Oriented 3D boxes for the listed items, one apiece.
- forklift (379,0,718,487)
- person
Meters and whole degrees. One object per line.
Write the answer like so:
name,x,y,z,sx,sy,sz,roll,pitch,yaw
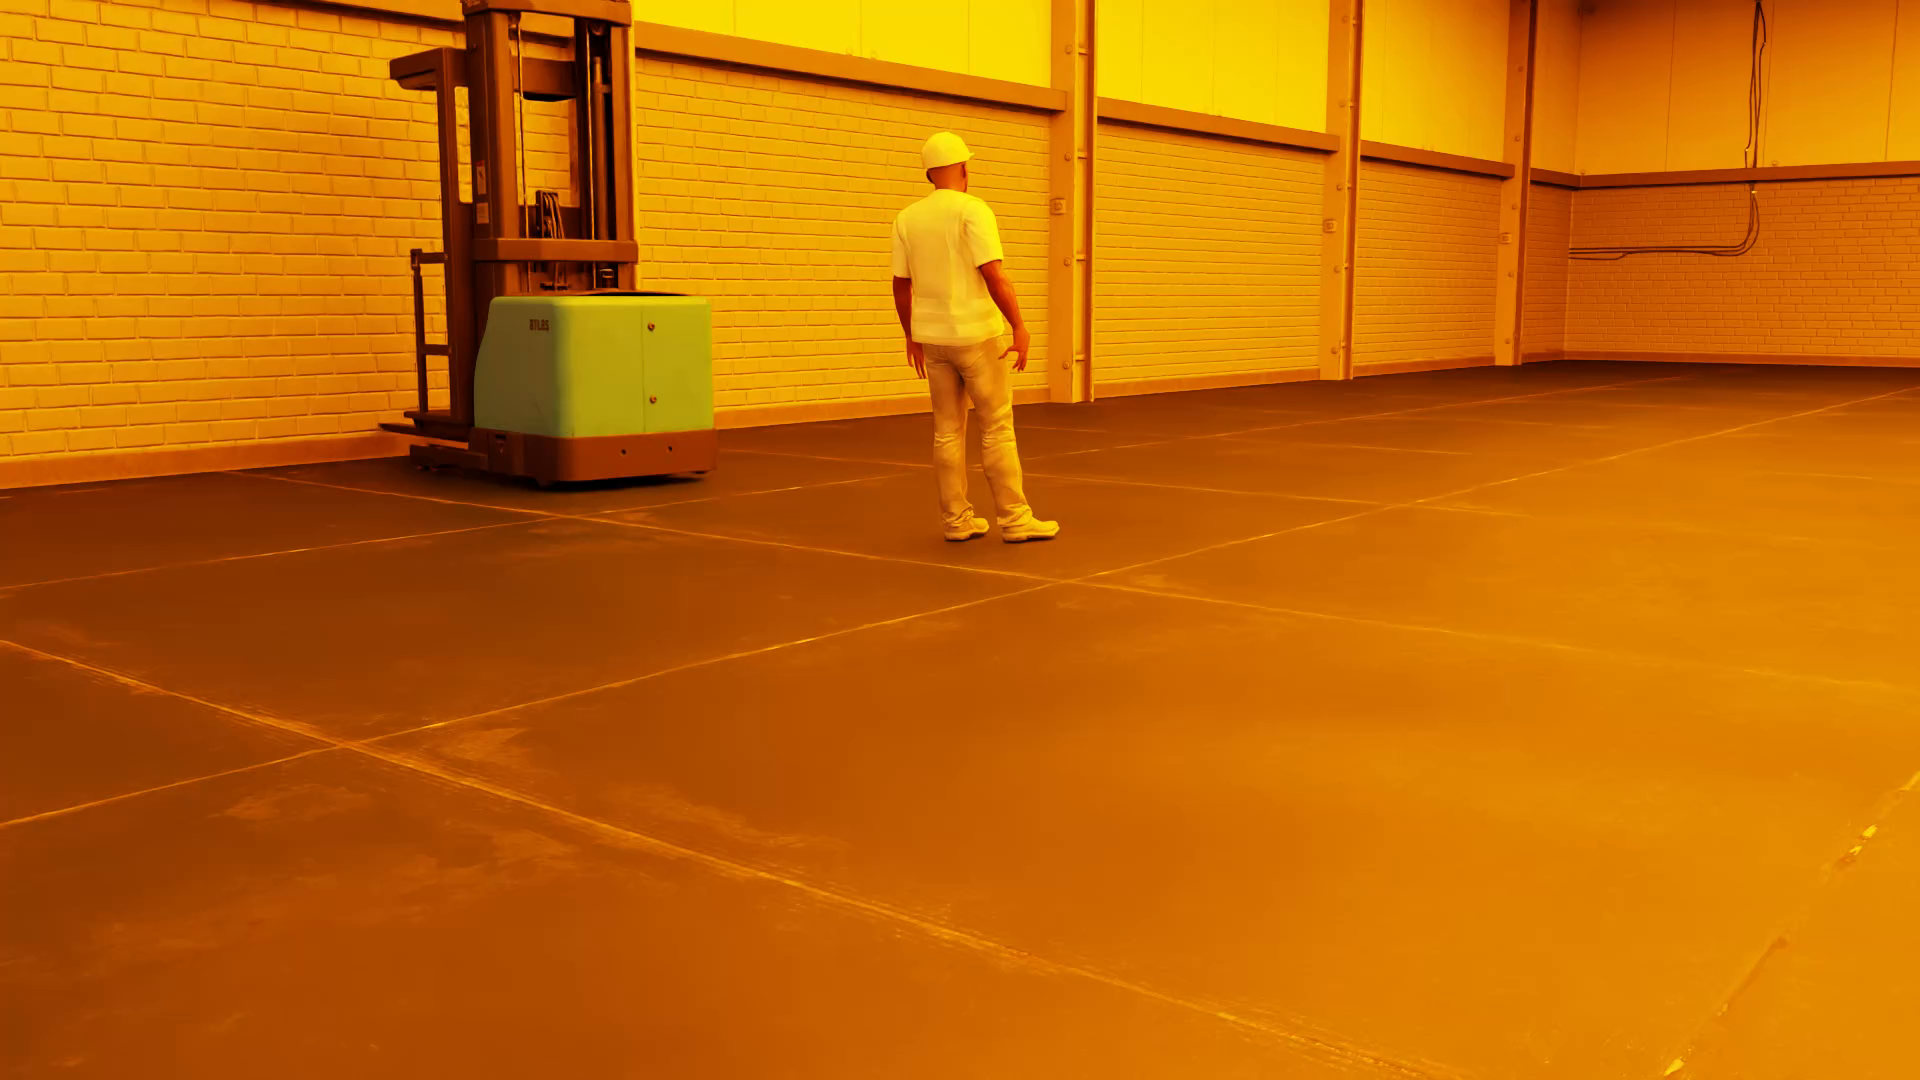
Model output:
forklift,-2.784,-1.905,10.299,1.130,2.935,3.031,-7,11,-42
person,0.049,-0.889,7.326,0.665,1.768,0.575,7,11,38
